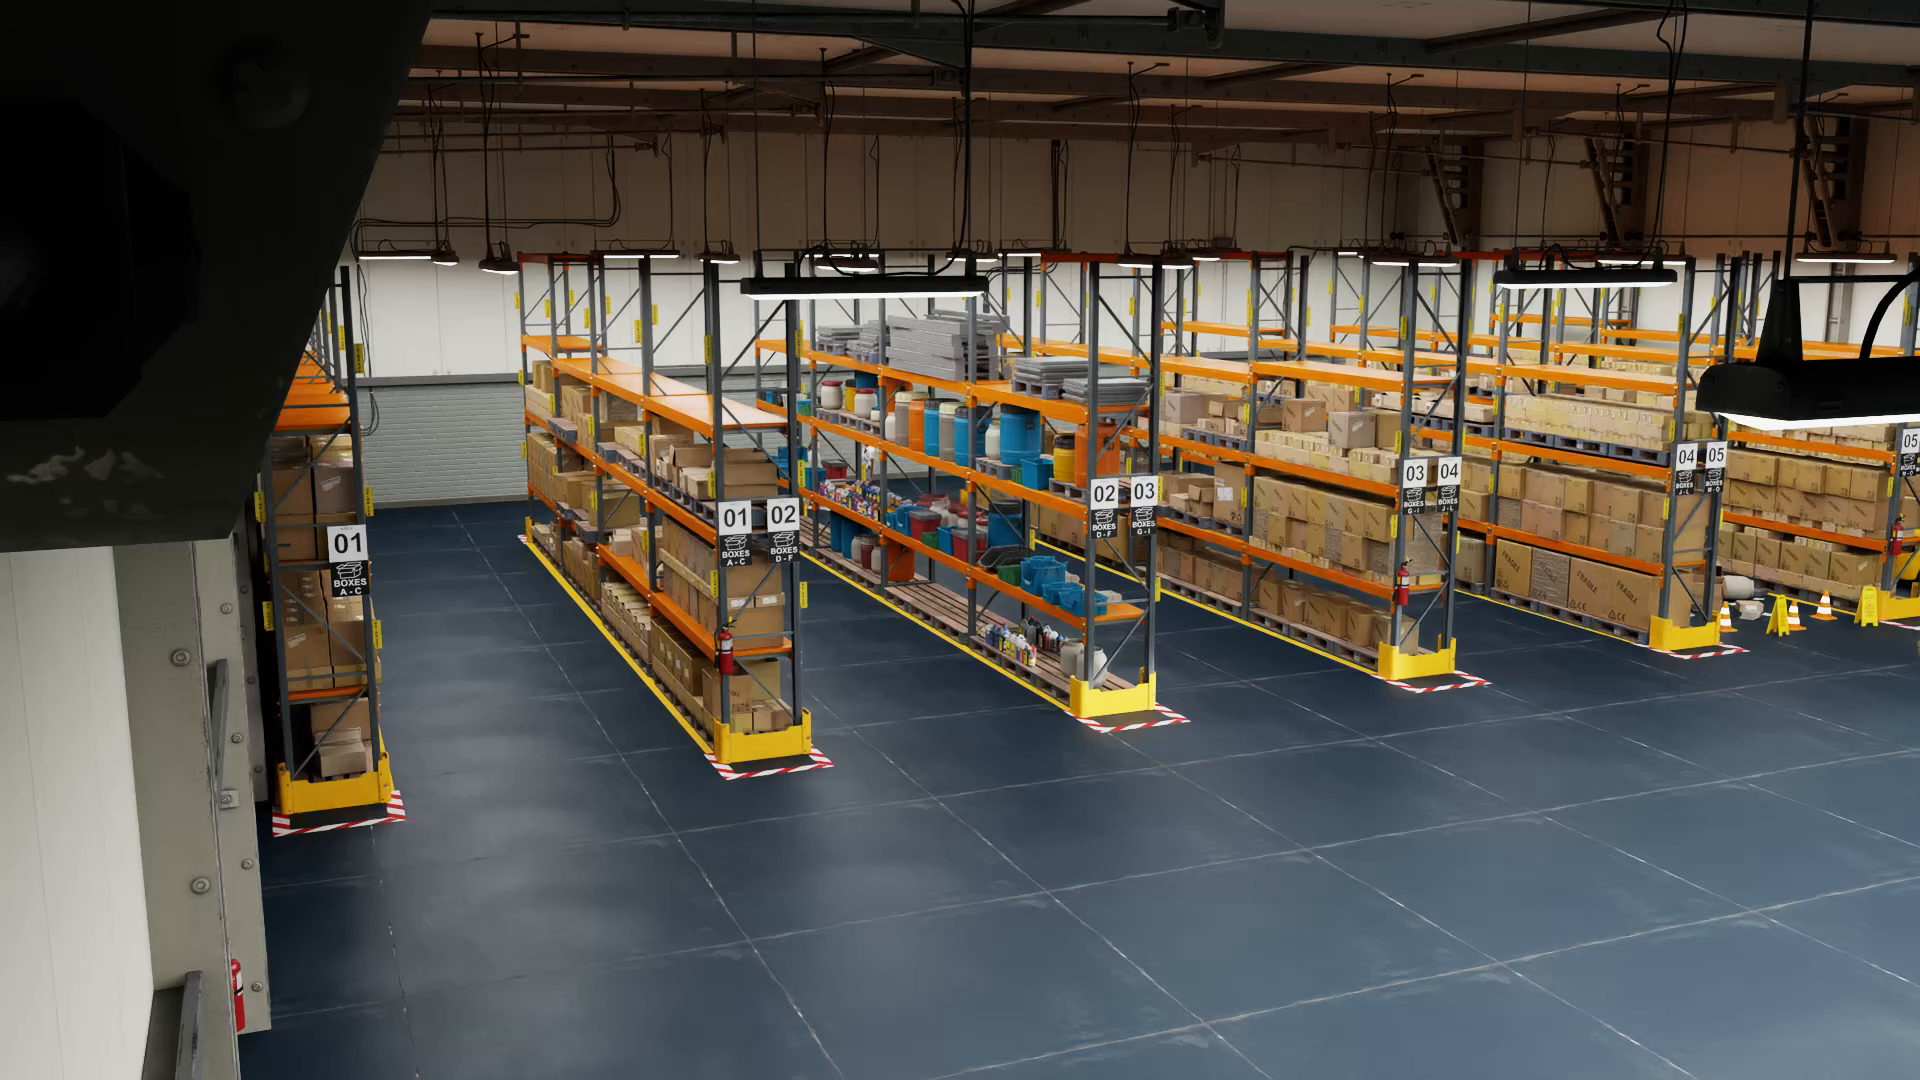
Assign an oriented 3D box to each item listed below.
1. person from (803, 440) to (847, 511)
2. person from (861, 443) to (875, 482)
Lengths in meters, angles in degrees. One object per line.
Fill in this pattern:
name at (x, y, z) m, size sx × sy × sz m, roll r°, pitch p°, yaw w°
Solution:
person at (-2.897, -0.885, 35.248) m, size 1.638 × 1.668 × 7.623 m, roll 0°, pitch 10°, yaw 0°
person at (-2.179, -1.671, 39.404) m, size 0.502 × 1.673 × 0.478 m, roll -6°, pitch 12°, yaw -28°
